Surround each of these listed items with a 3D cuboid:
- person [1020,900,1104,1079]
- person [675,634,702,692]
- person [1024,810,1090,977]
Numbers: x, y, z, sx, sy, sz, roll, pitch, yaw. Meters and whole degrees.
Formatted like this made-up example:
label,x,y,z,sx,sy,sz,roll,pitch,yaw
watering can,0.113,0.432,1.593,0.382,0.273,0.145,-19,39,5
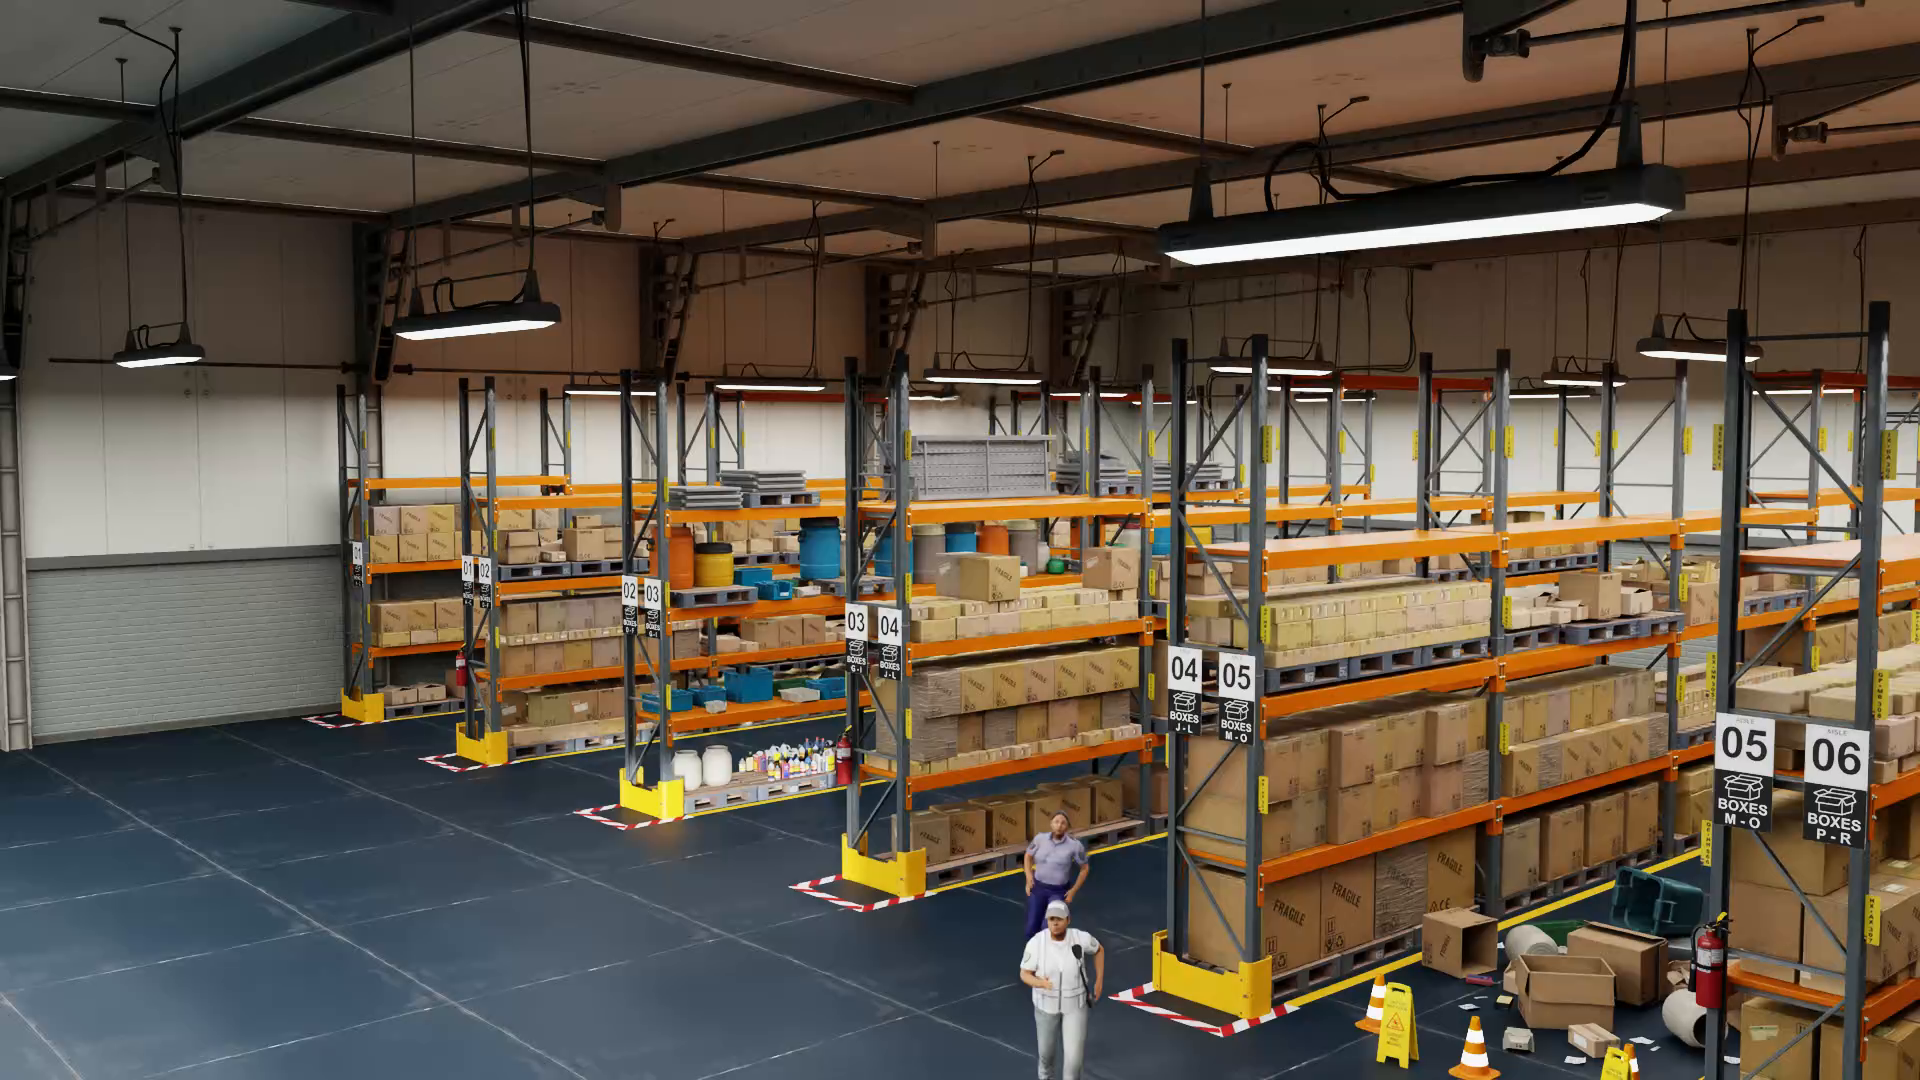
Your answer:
label,x,y,z,sx,sy,sz,roll,pitch,yaw
person,0.764,3.529,12.467,0.612,1.705,0.862,1,4,8
person,-5.197,2.244,31.101,0.706,1.718,0.635,3,5,39
person,0.902,3.341,15.766,0.669,1.601,0.555,1,4,13
